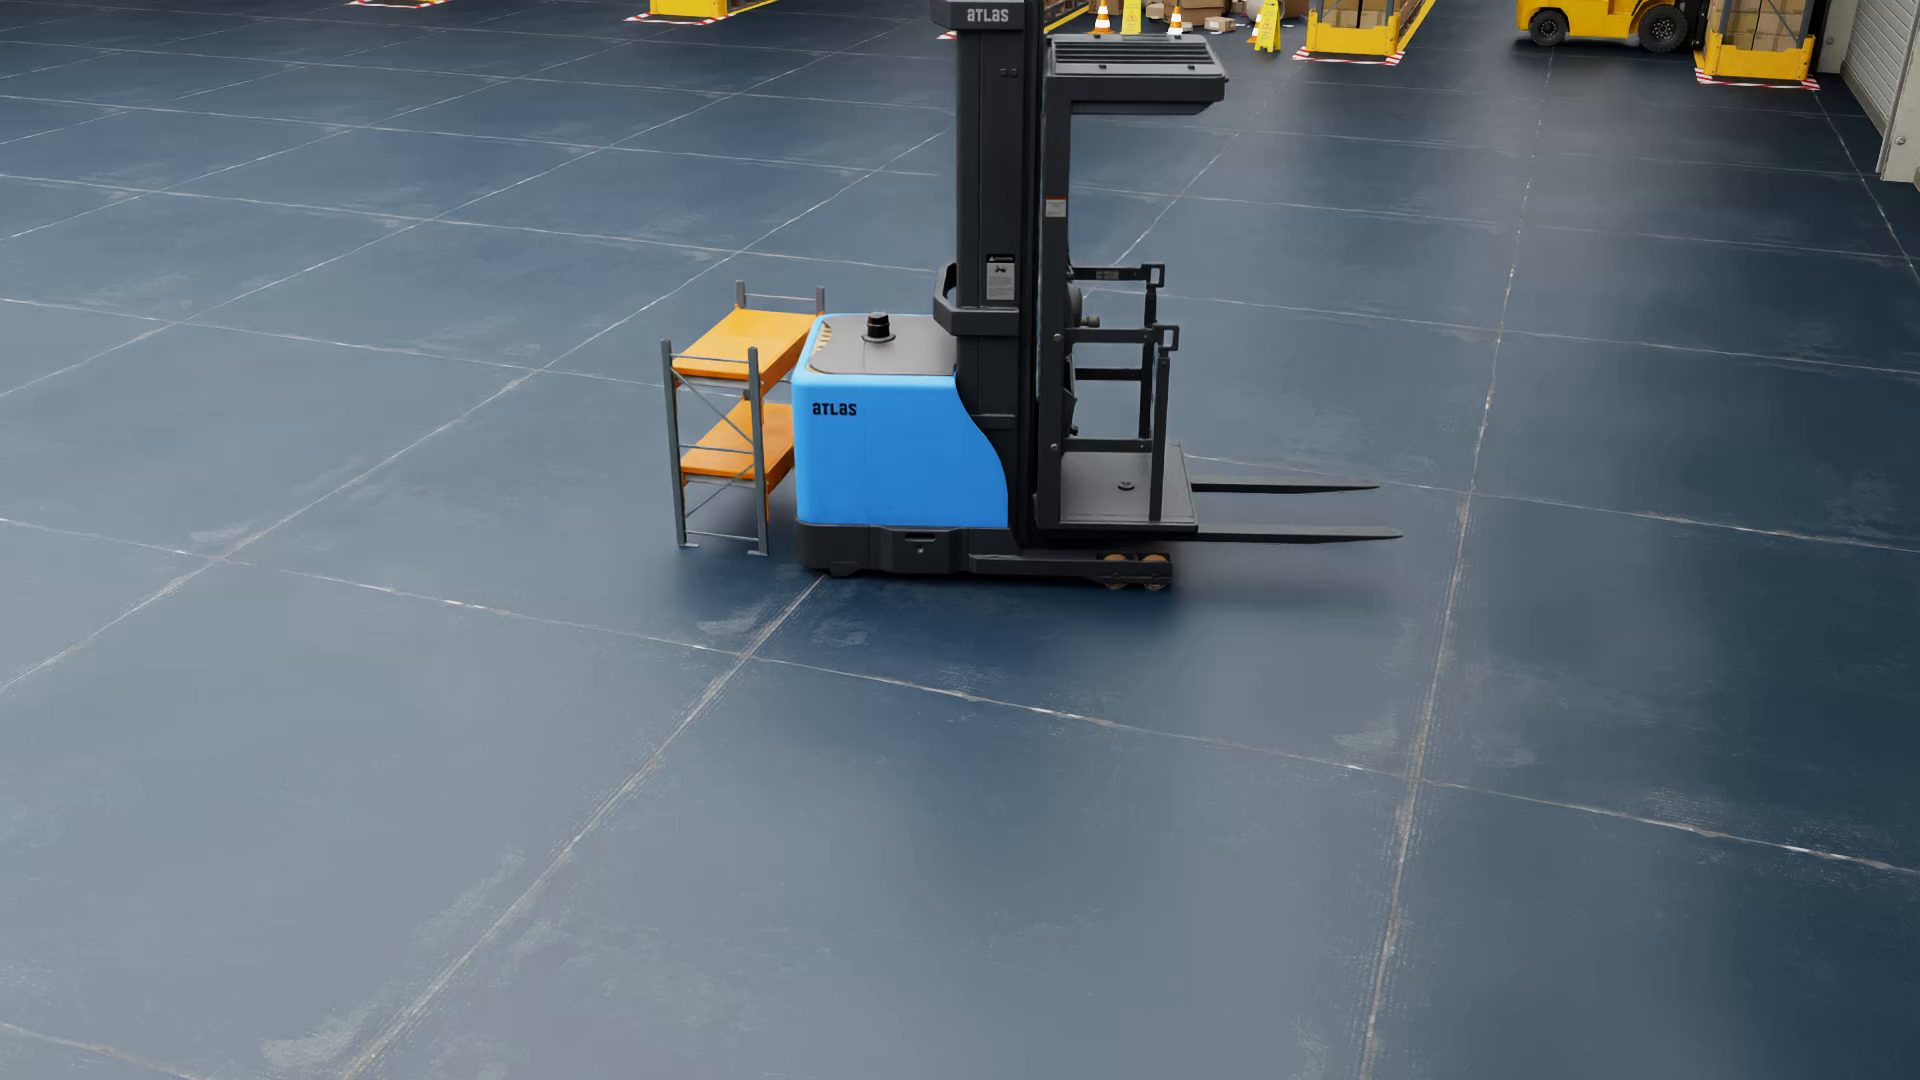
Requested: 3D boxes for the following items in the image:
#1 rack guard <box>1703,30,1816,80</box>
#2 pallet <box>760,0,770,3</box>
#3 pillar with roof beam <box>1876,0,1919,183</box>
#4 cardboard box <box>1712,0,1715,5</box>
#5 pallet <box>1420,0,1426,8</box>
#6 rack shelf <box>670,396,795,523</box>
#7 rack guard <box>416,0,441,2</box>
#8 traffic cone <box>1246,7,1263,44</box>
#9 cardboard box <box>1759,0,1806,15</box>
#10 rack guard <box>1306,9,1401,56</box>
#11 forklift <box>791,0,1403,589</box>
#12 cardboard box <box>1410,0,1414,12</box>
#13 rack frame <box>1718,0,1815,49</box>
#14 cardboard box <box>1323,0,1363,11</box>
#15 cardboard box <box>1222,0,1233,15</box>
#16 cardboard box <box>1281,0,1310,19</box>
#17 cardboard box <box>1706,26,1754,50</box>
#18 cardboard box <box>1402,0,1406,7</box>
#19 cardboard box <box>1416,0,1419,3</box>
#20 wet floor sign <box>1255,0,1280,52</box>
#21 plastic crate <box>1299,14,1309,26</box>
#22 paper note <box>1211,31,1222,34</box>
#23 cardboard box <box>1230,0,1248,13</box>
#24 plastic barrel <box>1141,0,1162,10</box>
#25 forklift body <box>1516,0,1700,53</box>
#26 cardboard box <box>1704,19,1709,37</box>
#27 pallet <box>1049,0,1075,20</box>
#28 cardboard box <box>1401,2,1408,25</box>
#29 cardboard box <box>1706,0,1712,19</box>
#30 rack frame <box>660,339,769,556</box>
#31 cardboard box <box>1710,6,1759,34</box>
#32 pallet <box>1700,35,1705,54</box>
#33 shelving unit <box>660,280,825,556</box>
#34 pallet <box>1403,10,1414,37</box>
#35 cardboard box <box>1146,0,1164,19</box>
[{"bbox_3d":[9.881,-6.007,20.583,1.175,0.500,0.348,9,27,17],"label":"rack guard"},{"bbox_3d":[-3.401,-8.902,26.893,1.003,0.211,1.213,9,27,17],"label":"pallet"},{"bbox_3d":[4.915,-8.156,15.269,9.100,9.000,0.400,9,27,17],"label":"pillar with roof beam"},{"bbox_3d":[9.913,-6.988,21.268,0.500,0.250,0.500,9,27,18],"label":"cardboard box"},{"bbox_3d":[6.796,-8.569,26.206,1.003,0.211,1.213,9,27,17],"label":"pallet"},{"bbox_3d":[-1.106,-0.451,8.952,0.538,0.278,1.000,6,27,13],"label":"rack shelf"},{"bbox_3d":[-8.828,-8.929,26.617,1.175,0.500,0.348,9,27,17],"label":"rack guard"},{"bbox_3d":[4.134,-7.082,22.846,0.336,0.463,0.334,9,27,17],"label":"traffic cone"},{"bbox_3d":[10.228,-6.713,20.700,0.500,0.250,0.500,8,27,17],"label":"cardboard box"},{"bbox_3d":[5.232,-6.766,22.151,1.175,0.500,0.348,9,27,17],"label":"rack guard"},{"bbox_3d":[0.708,-1.313,8.099,3.031,2.935,1.130,1,26,2],"label":"forklift"},{"bbox_3d":[6.254,-7.745,23.977,0.500,0.250,0.500,9,27,18],"label":"cardboard box"},{"bbox_3d":[9.889,-7.142,20.058,1.000,3.000,0.127,9,27,17],"label":"rack frame"},{"bbox_3d":[5.228,-7.516,22.644,0.500,0.500,0.500,9,27,18],"label":"cardboard box"},{"bbox_3d":[3.708,-8.272,25.102,0.797,0.637,0.503,9,27,17],"label":"cardboard box"},{"bbox_3d":[4.899,-8.137,24.979,0.500,0.500,0.500,-14,29,-27],"label":"cardboard box"},{"bbox_3d":[9.748,-6.332,21.060,0.500,0.250,0.500,9,27,18],"label":"cardboard box"},{"bbox_3d":[5.914,-7.666,22.954,0.500,0.500,0.500,8,27,16],"label":"cardboard box"},{"bbox_3d":[6.595,-8.173,24.862,0.500,0.250,0.500,10,28,20],"label":"cardboard box"},{"bbox_3d":[4.135,-6.878,22.214,0.267,0.644,0.232,20,32,35],"label":"wet floor sign"},{"bbox_3d":[5.243,-7.664,24.486,0.402,0.080,0.583,0,26,-1],"label":"plastic crate"},{"bbox_3d":[3.645,-7.201,23.588,0.148,0.019,0.142,0,26,-1],"label":"paper note"},{"bbox_3d":[4.243,-8.250,25.484,0.258,0.266,0.396,-9,27,-18],"label":"cardboard box"},{"bbox_3d":[2.906,-8.332,25.473,0.421,0.421,0.512,-14,29,-27],"label":"plastic barrel"},{"bbox_3d":[8.800,-7.804,22.399,2.313,2.155,1.214,9,27,17],"label":"forklift body"},{"bbox_3d":[10.097,-6.739,21.901,0.500,0.250,0.500,9,27,18],"label":"cardboard box"},{"bbox_3d":[1.106,-8.121,25.281,1.003,0.211,1.213,9,27,17],"label":"pallet"},{"bbox_3d":[5.913,-7.312,23.082,0.500,0.250,0.500,10,27,19],"label":"cardboard box"},{"bbox_3d":[10.085,-6.983,21.831,0.500,0.250,0.500,8,27,16],"label":"cardboard box"},{"bbox_3d":[-1.232,-0.457,8.402,0.500,1.125,0.032,6,27,13],"label":"rack frame"},{"bbox_3d":[9.756,-6.564,20.964,0.500,0.250,0.500,8,27,17],"label":"cardboard box"},{"bbox_3d":[10.512,-6.707,22.360,1.003,0.211,1.213,9,27,17],"label":"pallet"},{"bbox_3d":[-1.106,-0.671,8.845,0.538,1.125,1.048,6,27,13],"label":"shelving unit"},{"bbox_3d":[5.944,-7.465,23.925,1.003,0.211,1.213,9,27,17],"label":"pallet"},{"bbox_3d":[3.002,-7.976,24.919,0.396,0.266,0.258,14,29,26],"label":"cardboard box"}]
